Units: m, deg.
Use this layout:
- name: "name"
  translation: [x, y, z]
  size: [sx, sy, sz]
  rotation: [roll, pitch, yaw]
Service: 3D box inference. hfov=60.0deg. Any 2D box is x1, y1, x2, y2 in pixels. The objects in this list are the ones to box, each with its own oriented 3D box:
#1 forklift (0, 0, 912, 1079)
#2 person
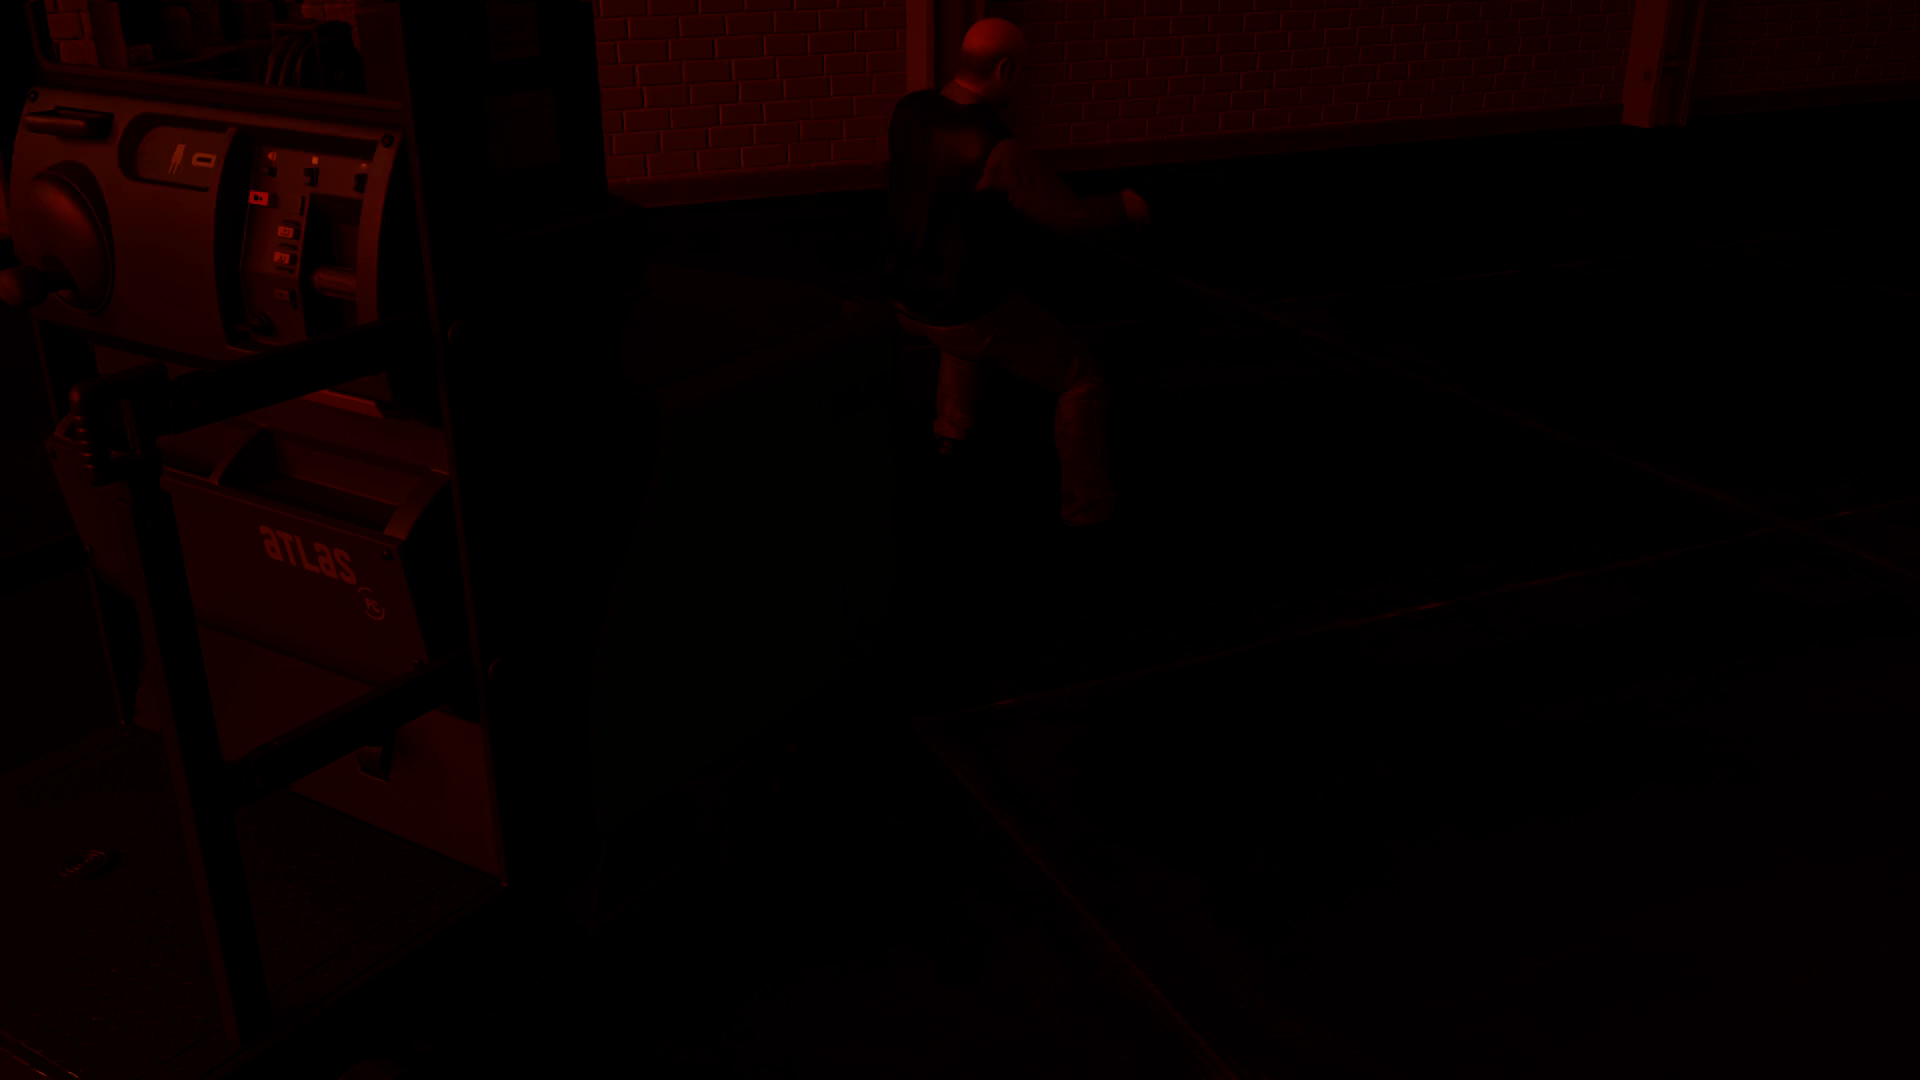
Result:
- name: "forklift"
  translation: [-1.319, -0.488, 2.460]
  size: [1.130, 2.935, 3.031]
  rotation: [13, 26, 29]
- name: "person"
  translation: [0.136, -0.820, 5.101]
  size: [0.770, 1.522, 0.949]
  rotation: [-18, 29, -37]
